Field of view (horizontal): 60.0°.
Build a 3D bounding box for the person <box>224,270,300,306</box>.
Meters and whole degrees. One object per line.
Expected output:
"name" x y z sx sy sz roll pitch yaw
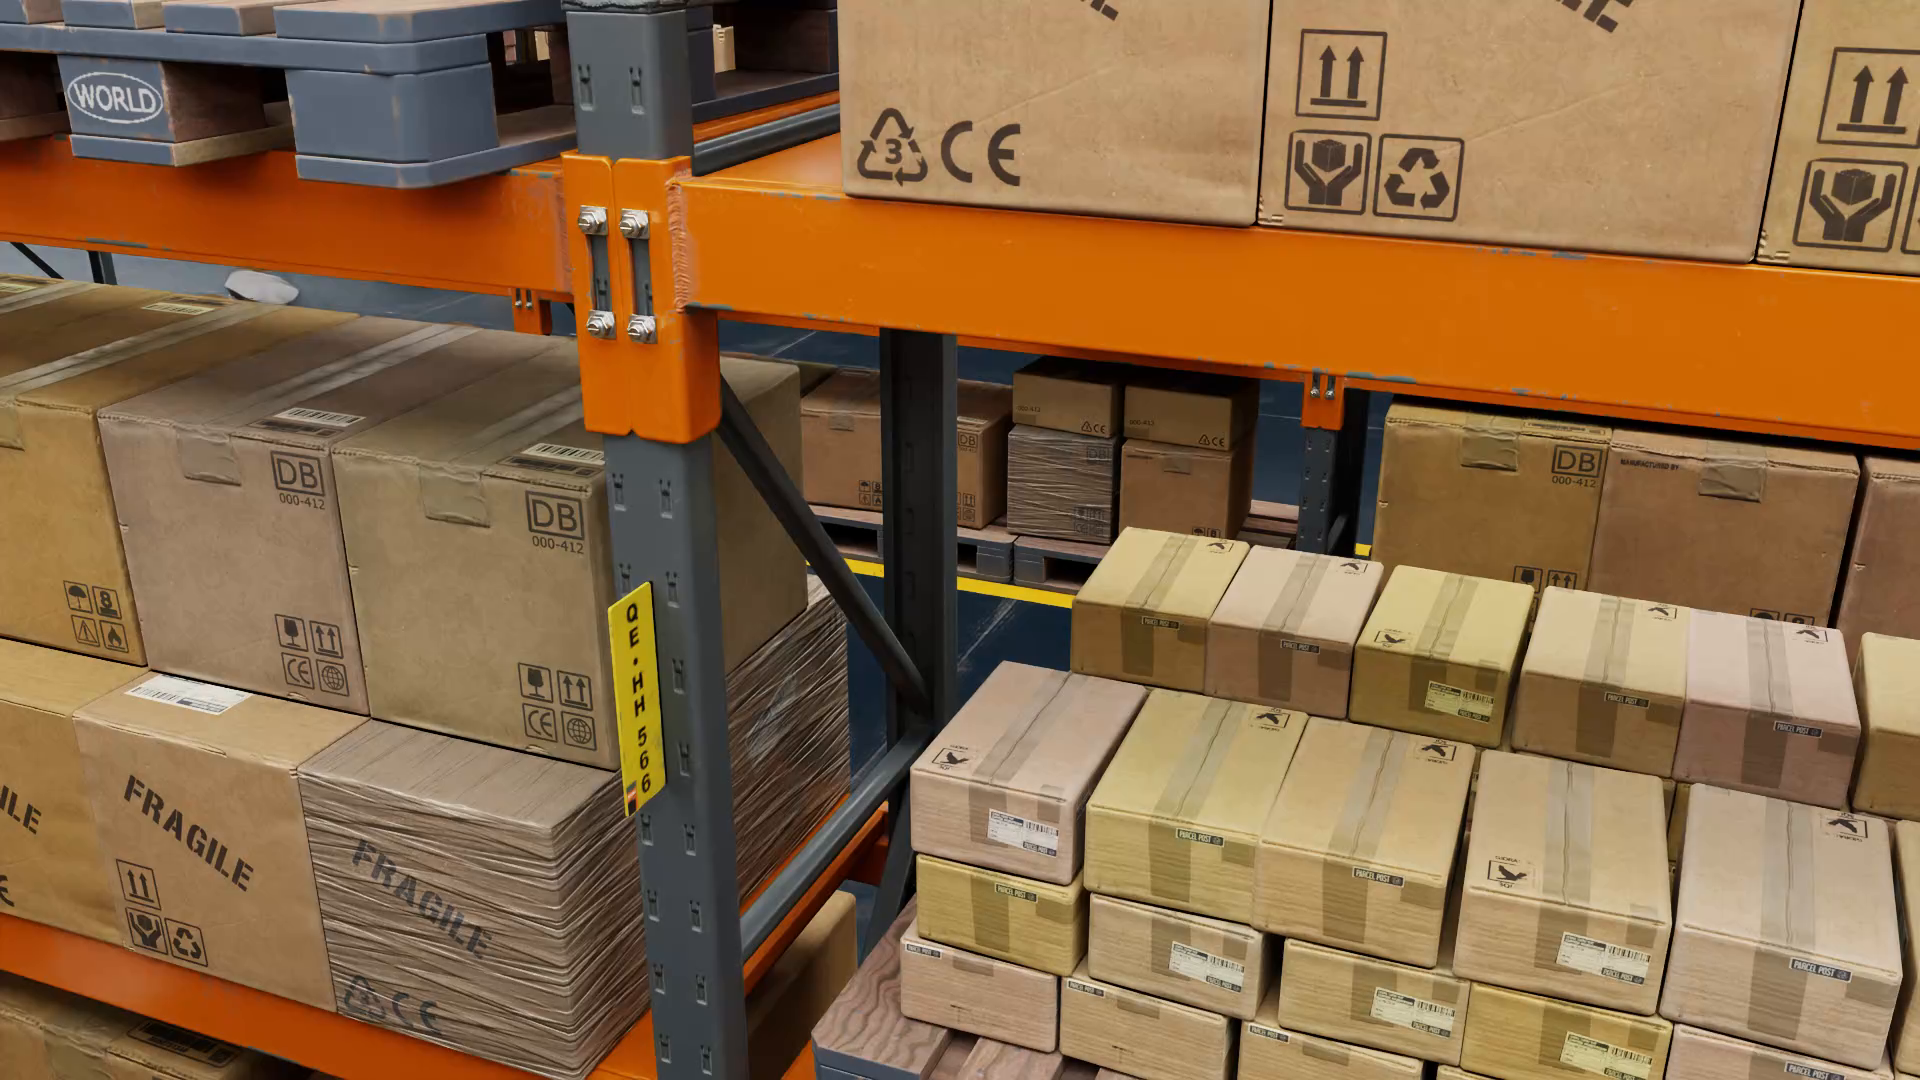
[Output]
"person" -2.659 -0.125 6.418 0.625 1.837 0.540 -2 22 -4
